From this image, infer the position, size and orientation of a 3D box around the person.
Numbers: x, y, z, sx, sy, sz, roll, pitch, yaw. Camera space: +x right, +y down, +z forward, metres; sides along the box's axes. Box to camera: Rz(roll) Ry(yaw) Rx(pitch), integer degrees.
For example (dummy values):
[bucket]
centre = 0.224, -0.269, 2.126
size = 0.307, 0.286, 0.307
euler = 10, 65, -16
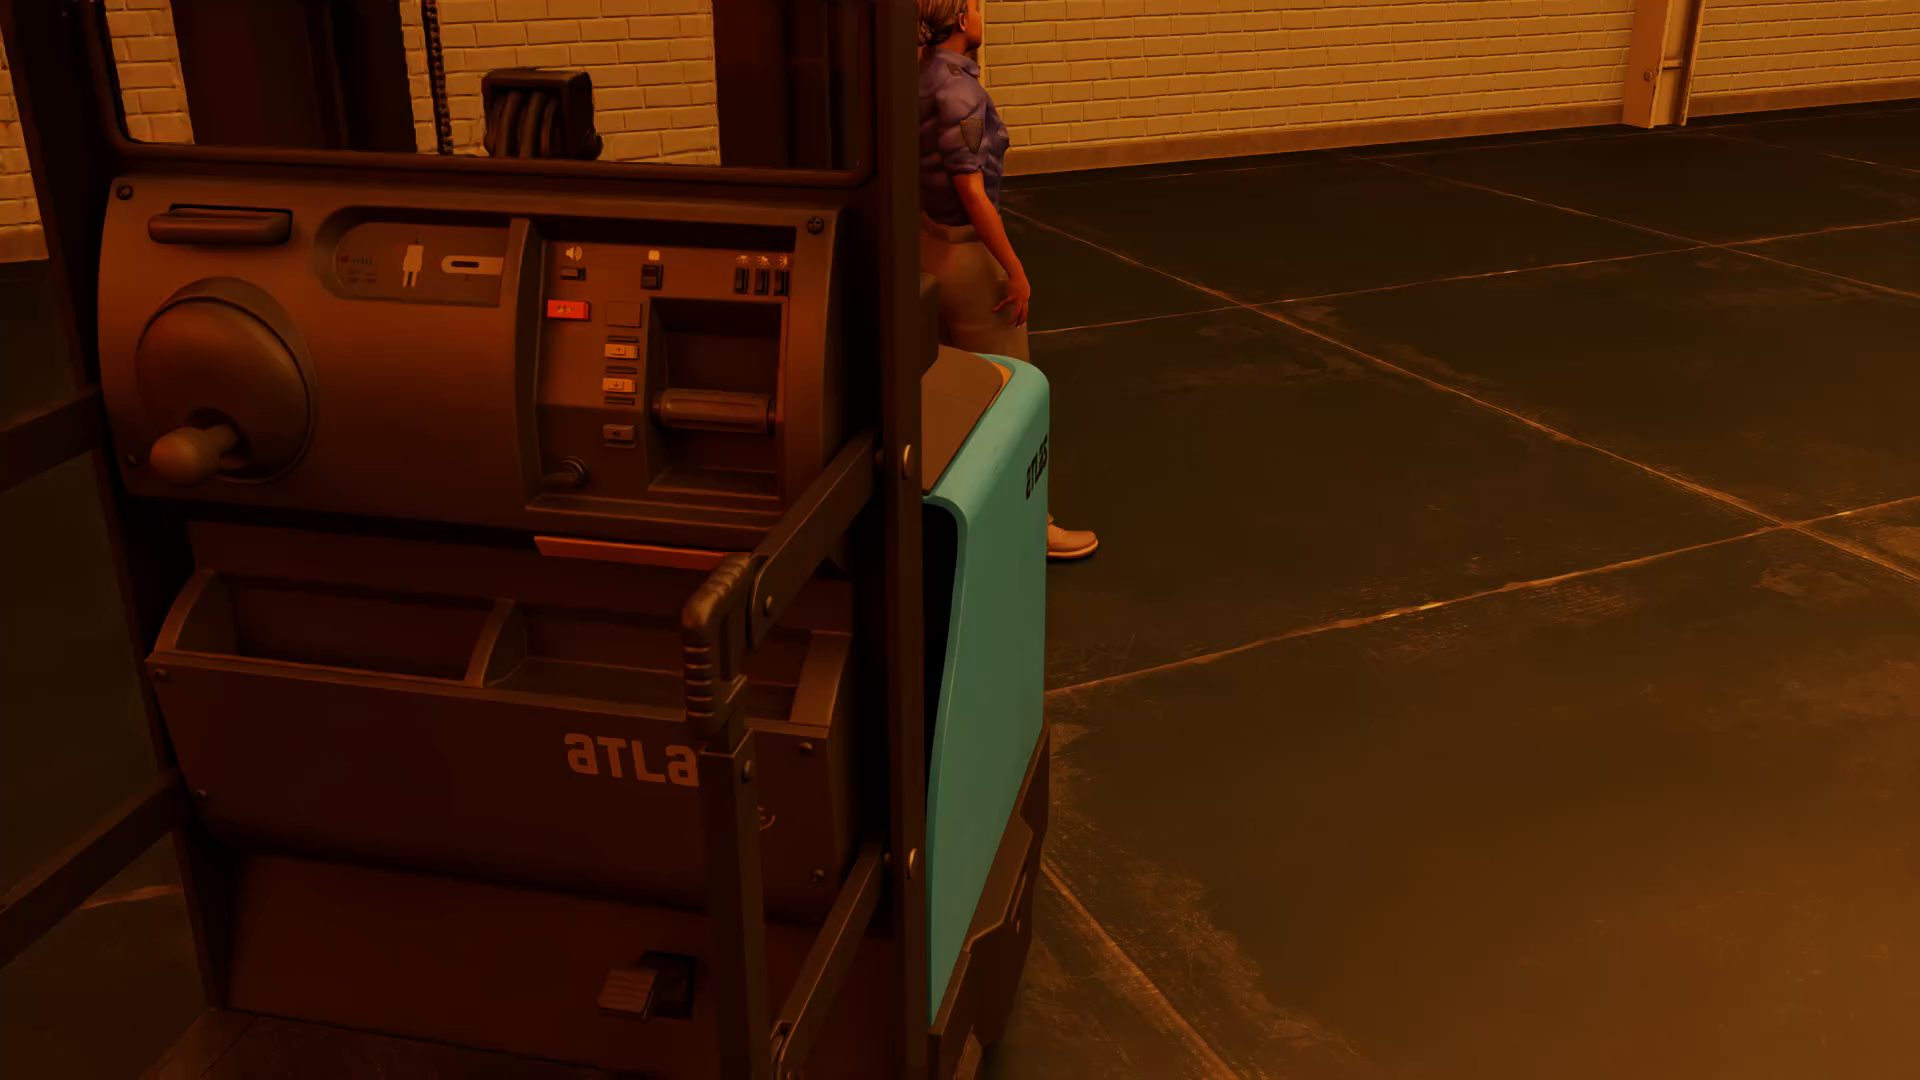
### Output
[person]
centre = 0.088, -0.778, 4.805
size = 0.504, 1.654, 0.570
euler = -10, 25, -23

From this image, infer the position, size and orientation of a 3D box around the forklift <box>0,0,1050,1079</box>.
[forklift]
centre = -0.641, -0.201, 1.771
size = 1.130, 2.935, 3.031
euler = 5, 23, 12
